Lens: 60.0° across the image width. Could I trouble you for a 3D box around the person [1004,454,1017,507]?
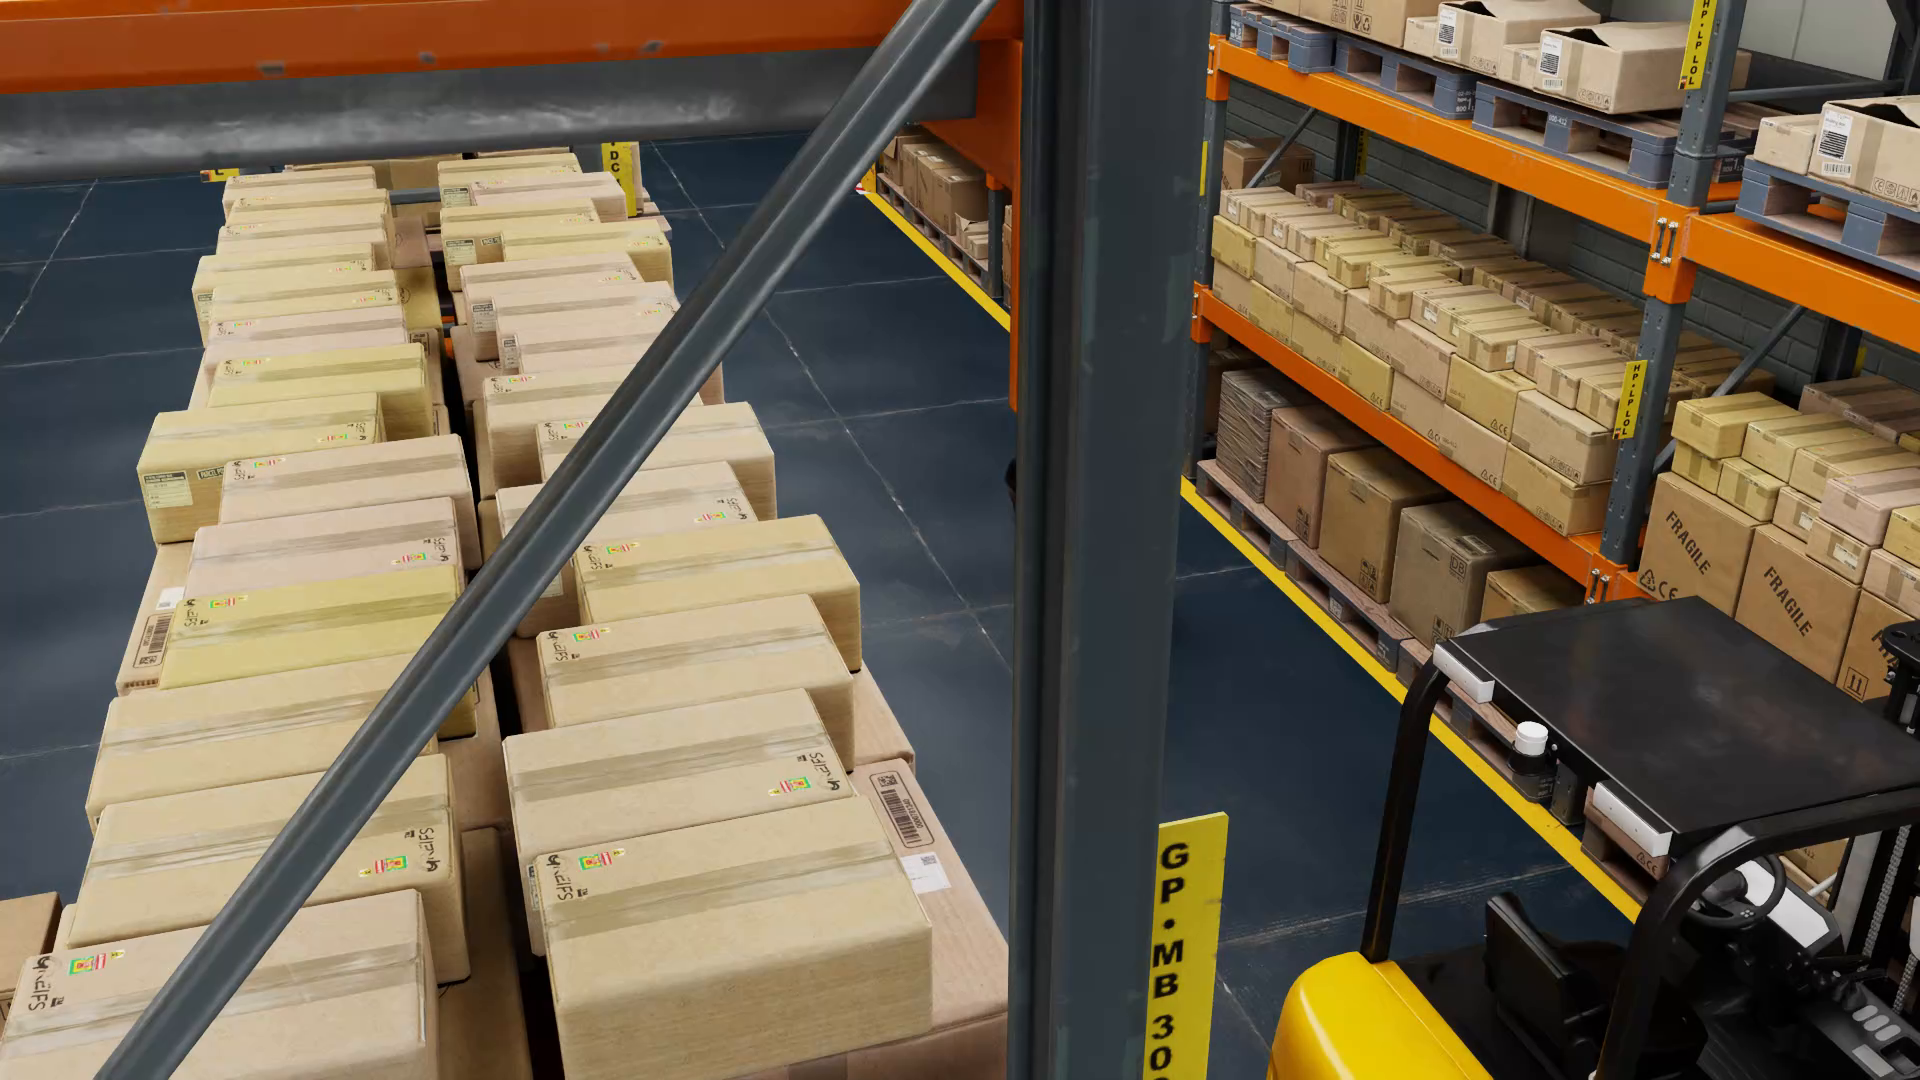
[{"bbox_3d":[0.709,-0.099,9.007,0.940,1.138,0.487,-9,28,-18],"label":"person"}]
